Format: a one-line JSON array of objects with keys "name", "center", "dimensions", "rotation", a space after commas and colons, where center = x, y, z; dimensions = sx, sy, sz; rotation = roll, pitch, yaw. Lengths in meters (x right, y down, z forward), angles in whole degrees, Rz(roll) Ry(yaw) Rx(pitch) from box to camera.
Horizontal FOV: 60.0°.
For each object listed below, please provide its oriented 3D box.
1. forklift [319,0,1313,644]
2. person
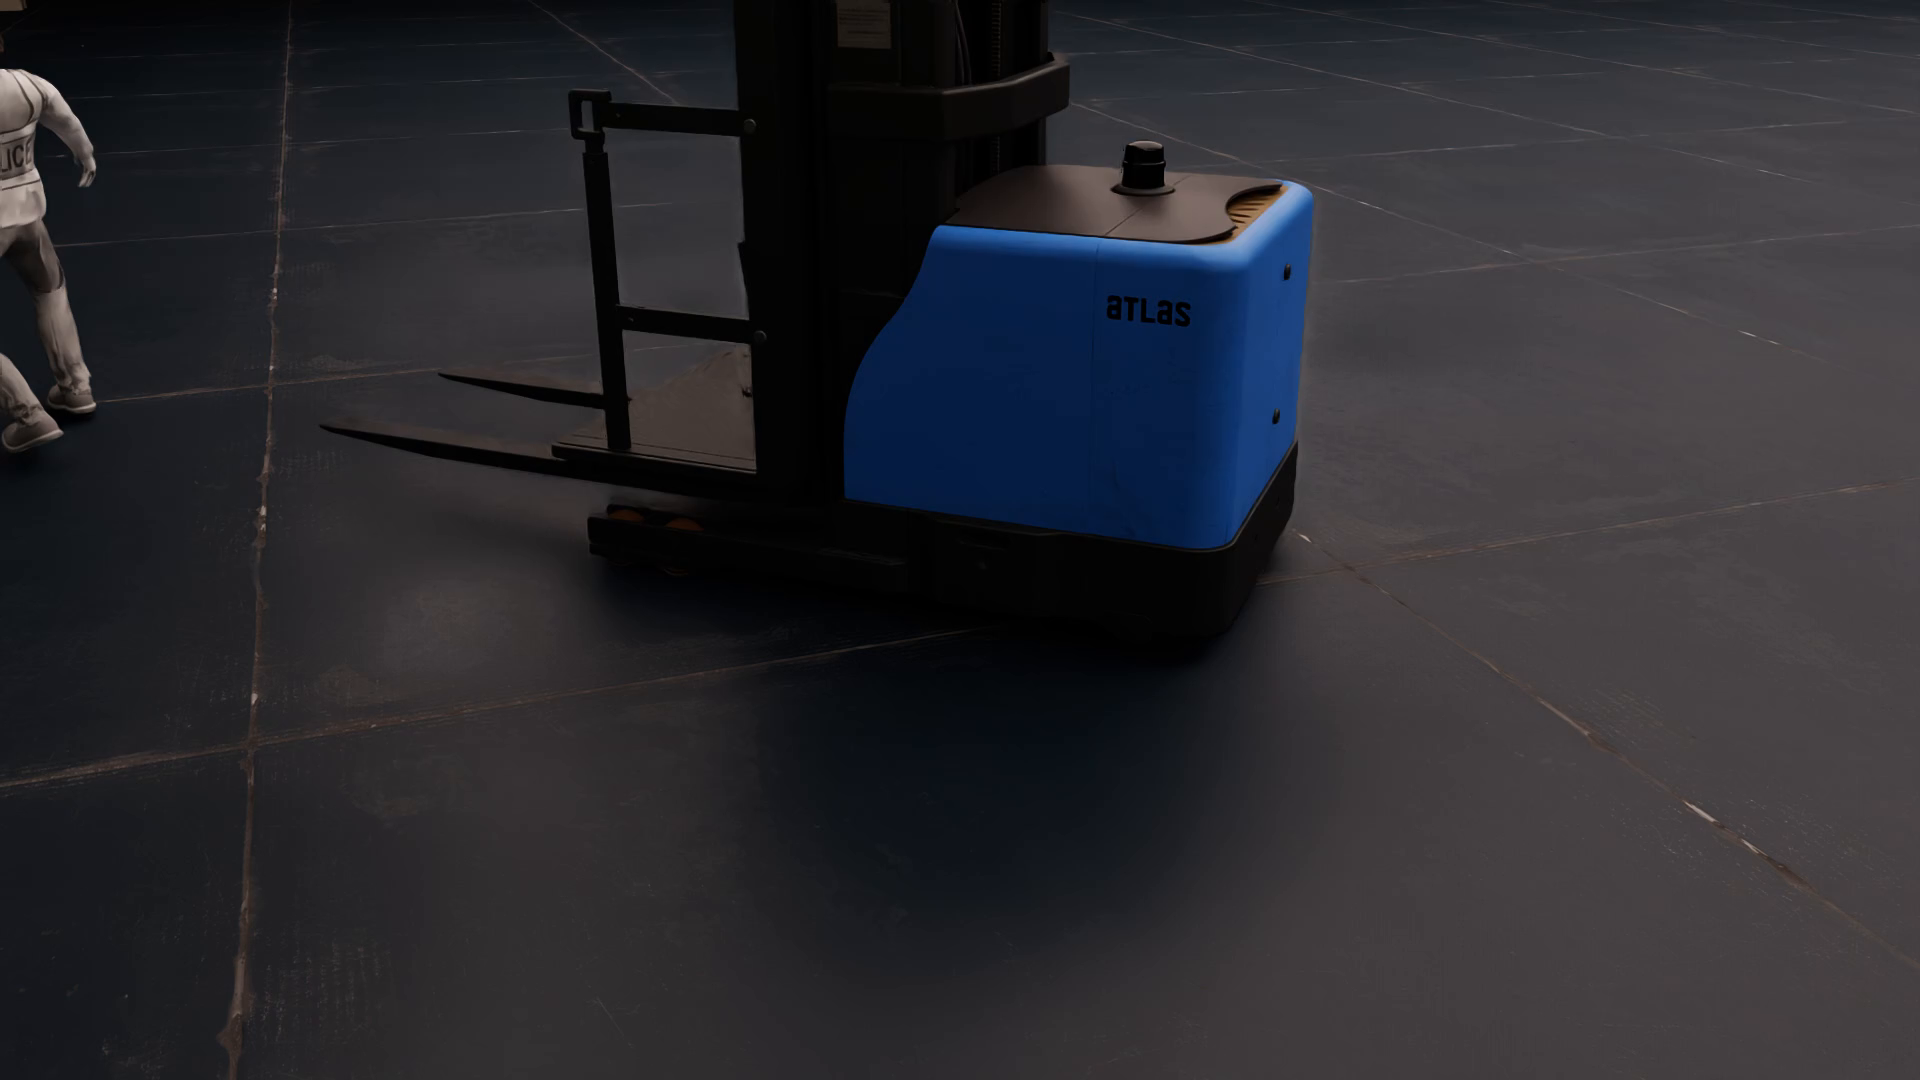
[{"name": "forklift", "center": [-0.551, -1.425, 4.687], "dimensions": [3.031, 2.935, 1.130], "rotation": [9, 24, 20]}, {"name": "person", "center": [-3.336, -1.146, 5.822], "dimensions": [0.803, 1.513, 0.835], "rotation": [8, 24, 18]}]
